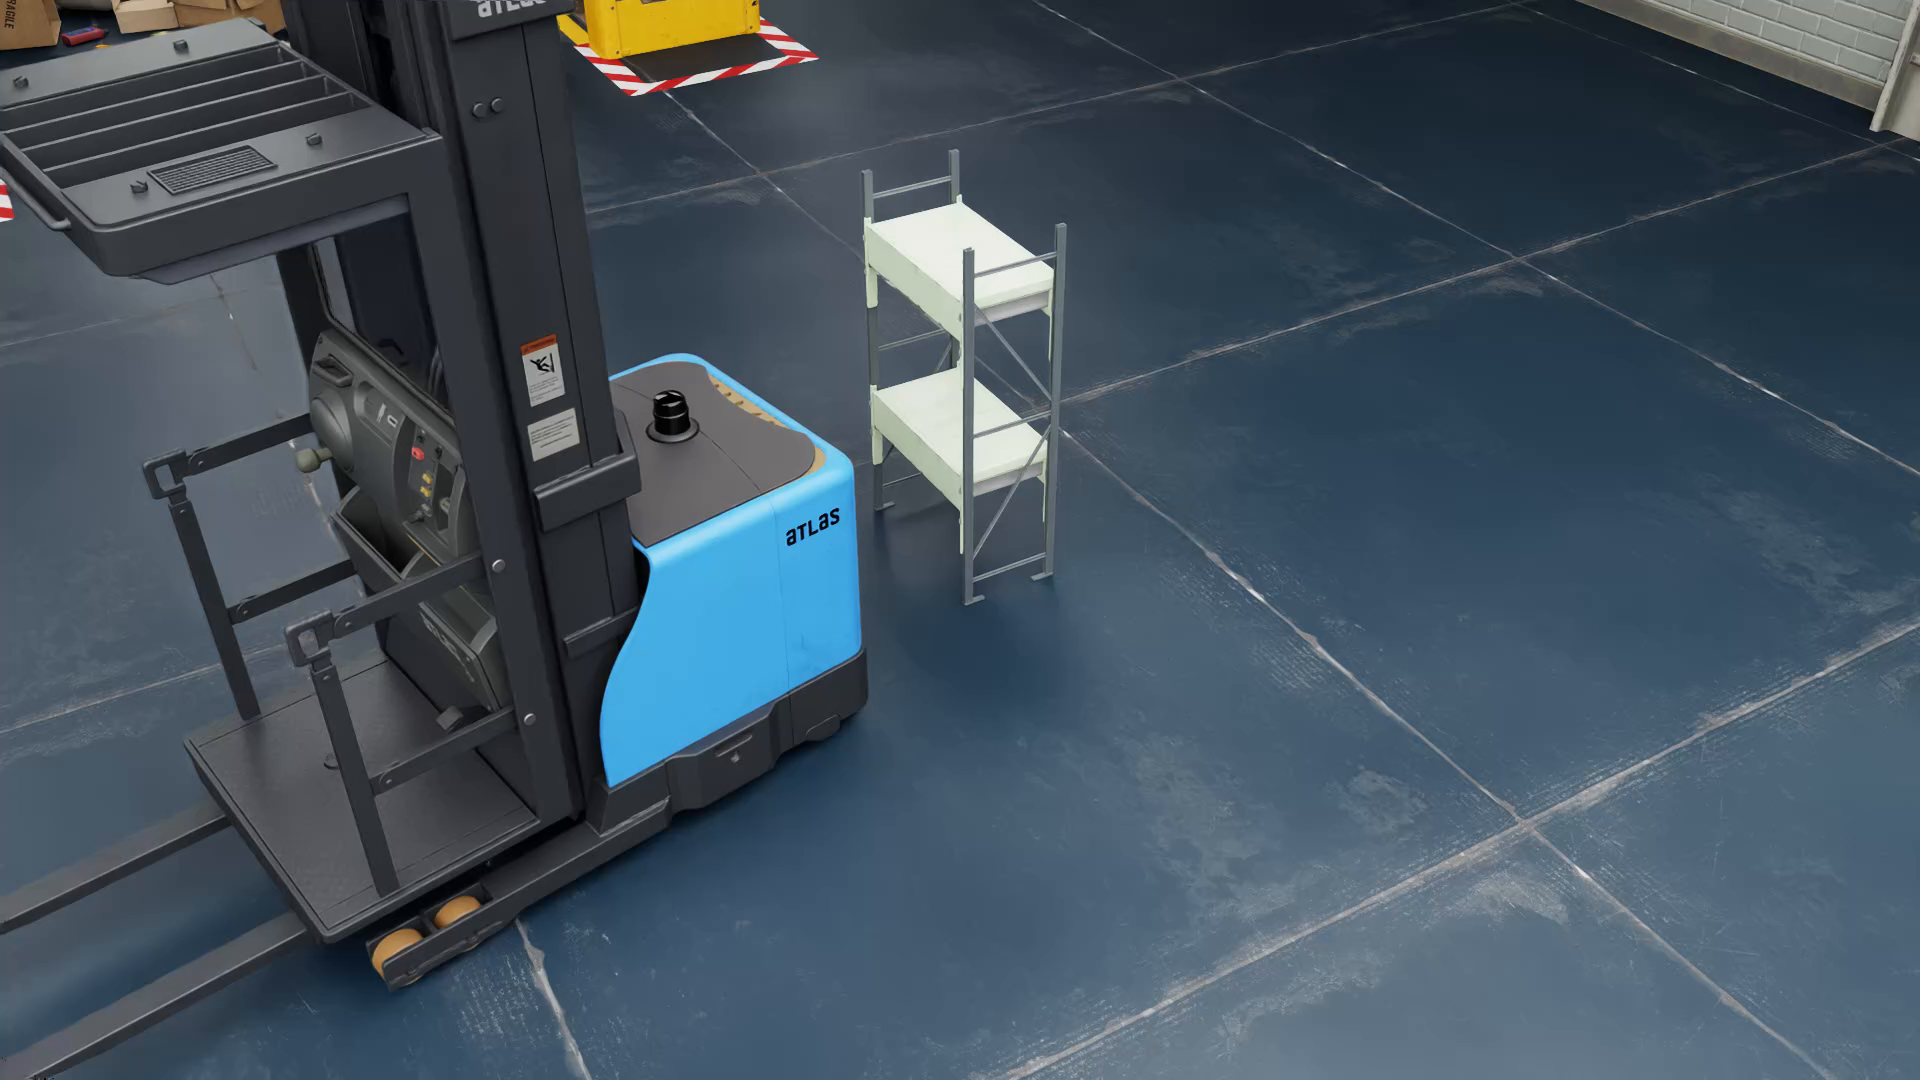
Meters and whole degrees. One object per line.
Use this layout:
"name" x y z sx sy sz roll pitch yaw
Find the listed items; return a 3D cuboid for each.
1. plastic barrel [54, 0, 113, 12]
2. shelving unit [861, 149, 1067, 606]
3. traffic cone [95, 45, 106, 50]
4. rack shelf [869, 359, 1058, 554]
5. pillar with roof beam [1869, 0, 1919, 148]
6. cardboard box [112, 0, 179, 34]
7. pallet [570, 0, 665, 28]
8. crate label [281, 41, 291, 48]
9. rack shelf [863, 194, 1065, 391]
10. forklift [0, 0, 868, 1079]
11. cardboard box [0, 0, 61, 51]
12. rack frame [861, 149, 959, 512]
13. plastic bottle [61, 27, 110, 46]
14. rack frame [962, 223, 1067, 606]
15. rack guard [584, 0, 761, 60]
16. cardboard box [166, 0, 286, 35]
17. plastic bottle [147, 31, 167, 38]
"plastic barrel" -6.267 -4.002 11.871 0.512 0.421 0.421 6 37 8
"shelving unit" 0.003 -0.602 6.303 0.431 1.500 0.755 -19 40 -24
"traffic cone" -5.193 -2.794 10.183 0.336 0.463 0.334 -19 40 -24
"rack shelf" 0.003 -0.339 6.495 0.431 0.370 0.720 -19 40 -24
"pillar with roof beam" 2.087 -4.827 5.729 9.100 9.000 0.400 -19 40 -24
"cardboard box" -5.707 -3.732 11.634 0.396 0.266 0.258 -12 38 -16
"pallet" -2.340 -3.982 12.024 1.003 0.211 1.213 -19 40 -24
"crate label" -4.493 -3.206 11.024 0.298 0.136 0.250 19 40 24
"rack shelf" 0.003 -0.917 6.073 0.431 0.370 0.720 -19 40 -24
"forklift" -1.765 -0.212 4.556 3.031 2.935 1.130 -27 44 -32
"cardboard box" -6.496 -3.671 11.350 0.500 0.500 0.500 -12 38 -16
"rack frame" -0.181 -0.789 6.559 0.400 1.500 0.023 -19 40 -24
"plastic bottle" -6.028 -3.483 11.467 0.133 0.061 0.283 26 44 31
"rack frame" 0.187 -0.416 6.047 0.400 1.500 0.023 -19 40 -24
"rack guard" -1.963 -3.674 11.357 1.175 0.500 0.348 -19 40 -24
"cardboard box" -4.996 -3.782 11.502 0.637 0.503 0.797 12 38 16
"plastic bottle" -5.466 -3.427 11.390 0.283 0.061 0.133 26 44 31
